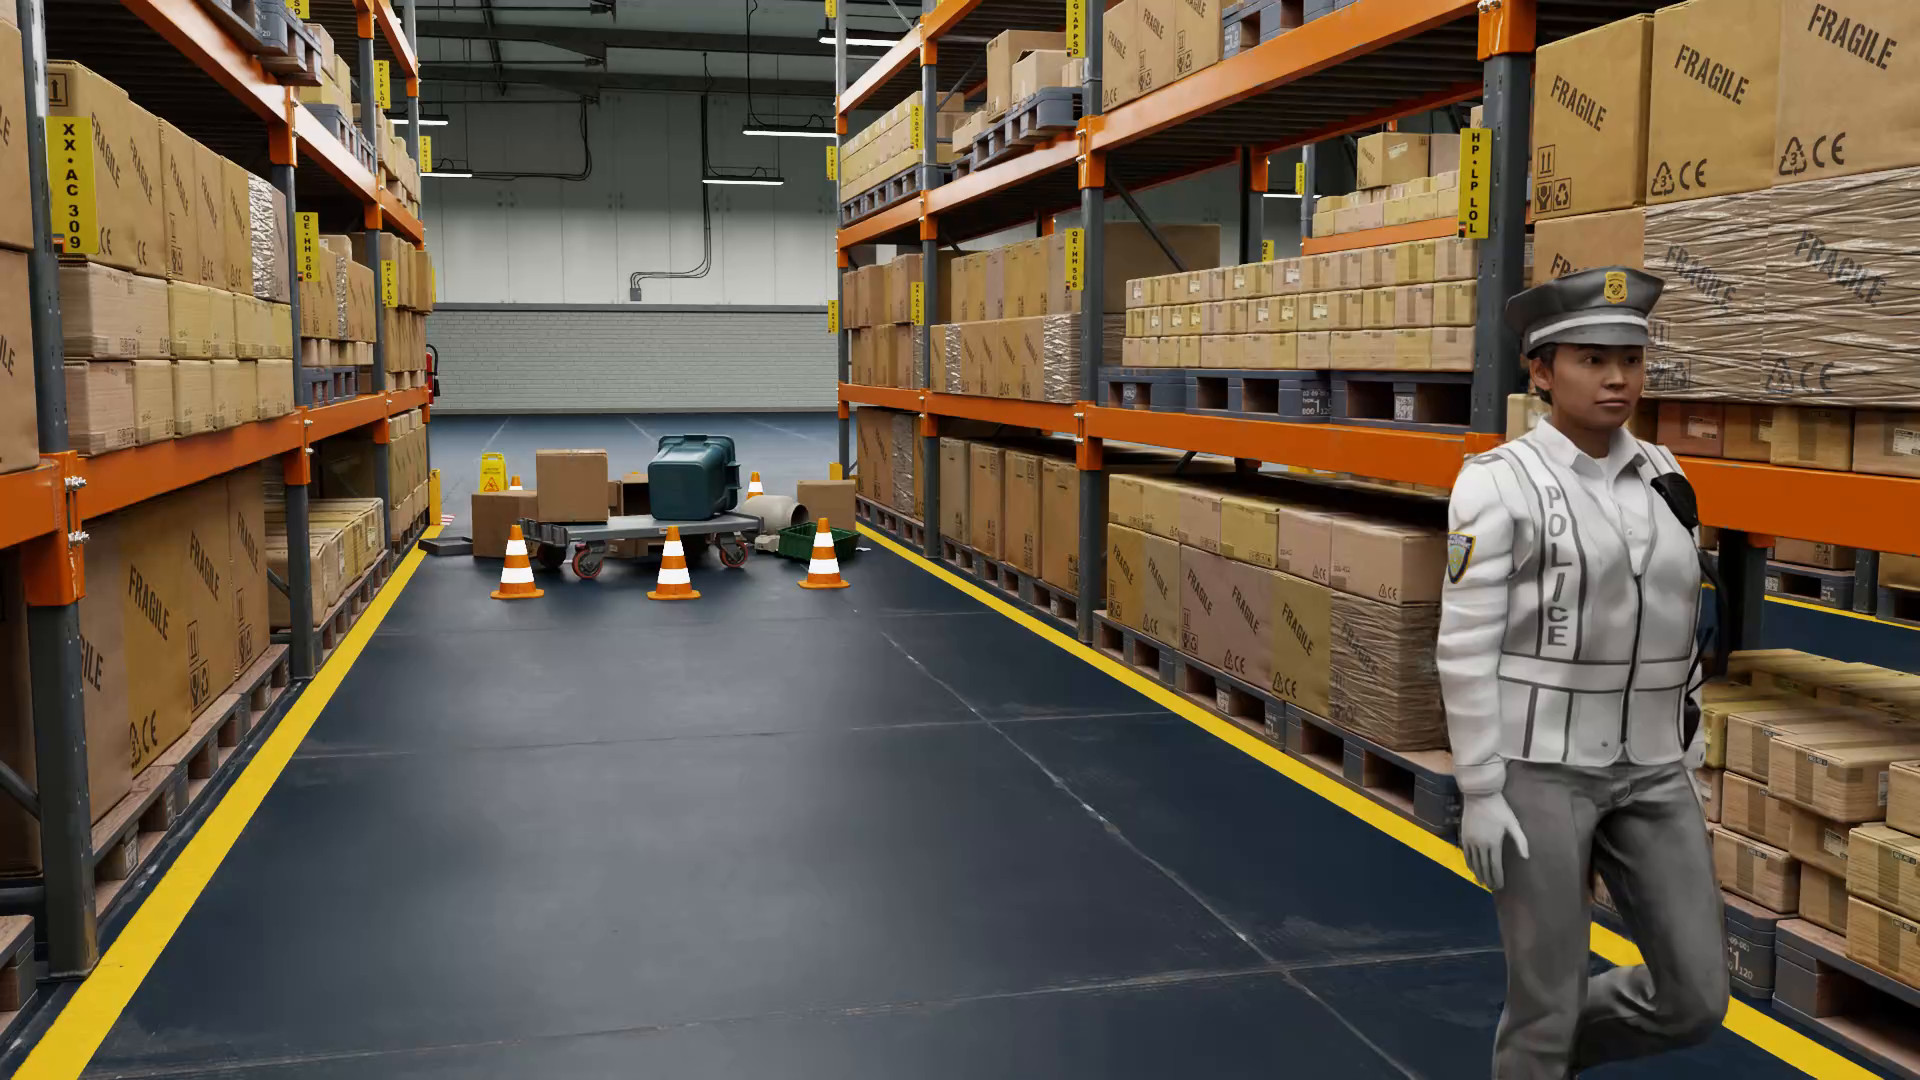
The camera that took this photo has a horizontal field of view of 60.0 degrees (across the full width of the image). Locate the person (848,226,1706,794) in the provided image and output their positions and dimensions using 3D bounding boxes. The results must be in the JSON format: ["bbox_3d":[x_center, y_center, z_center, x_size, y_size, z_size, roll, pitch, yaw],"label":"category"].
[{"bbox_3d":[-0.812,-1.082,5.622,5.304,2.347,21.858,-2,6,-14],"label":"person"}]
